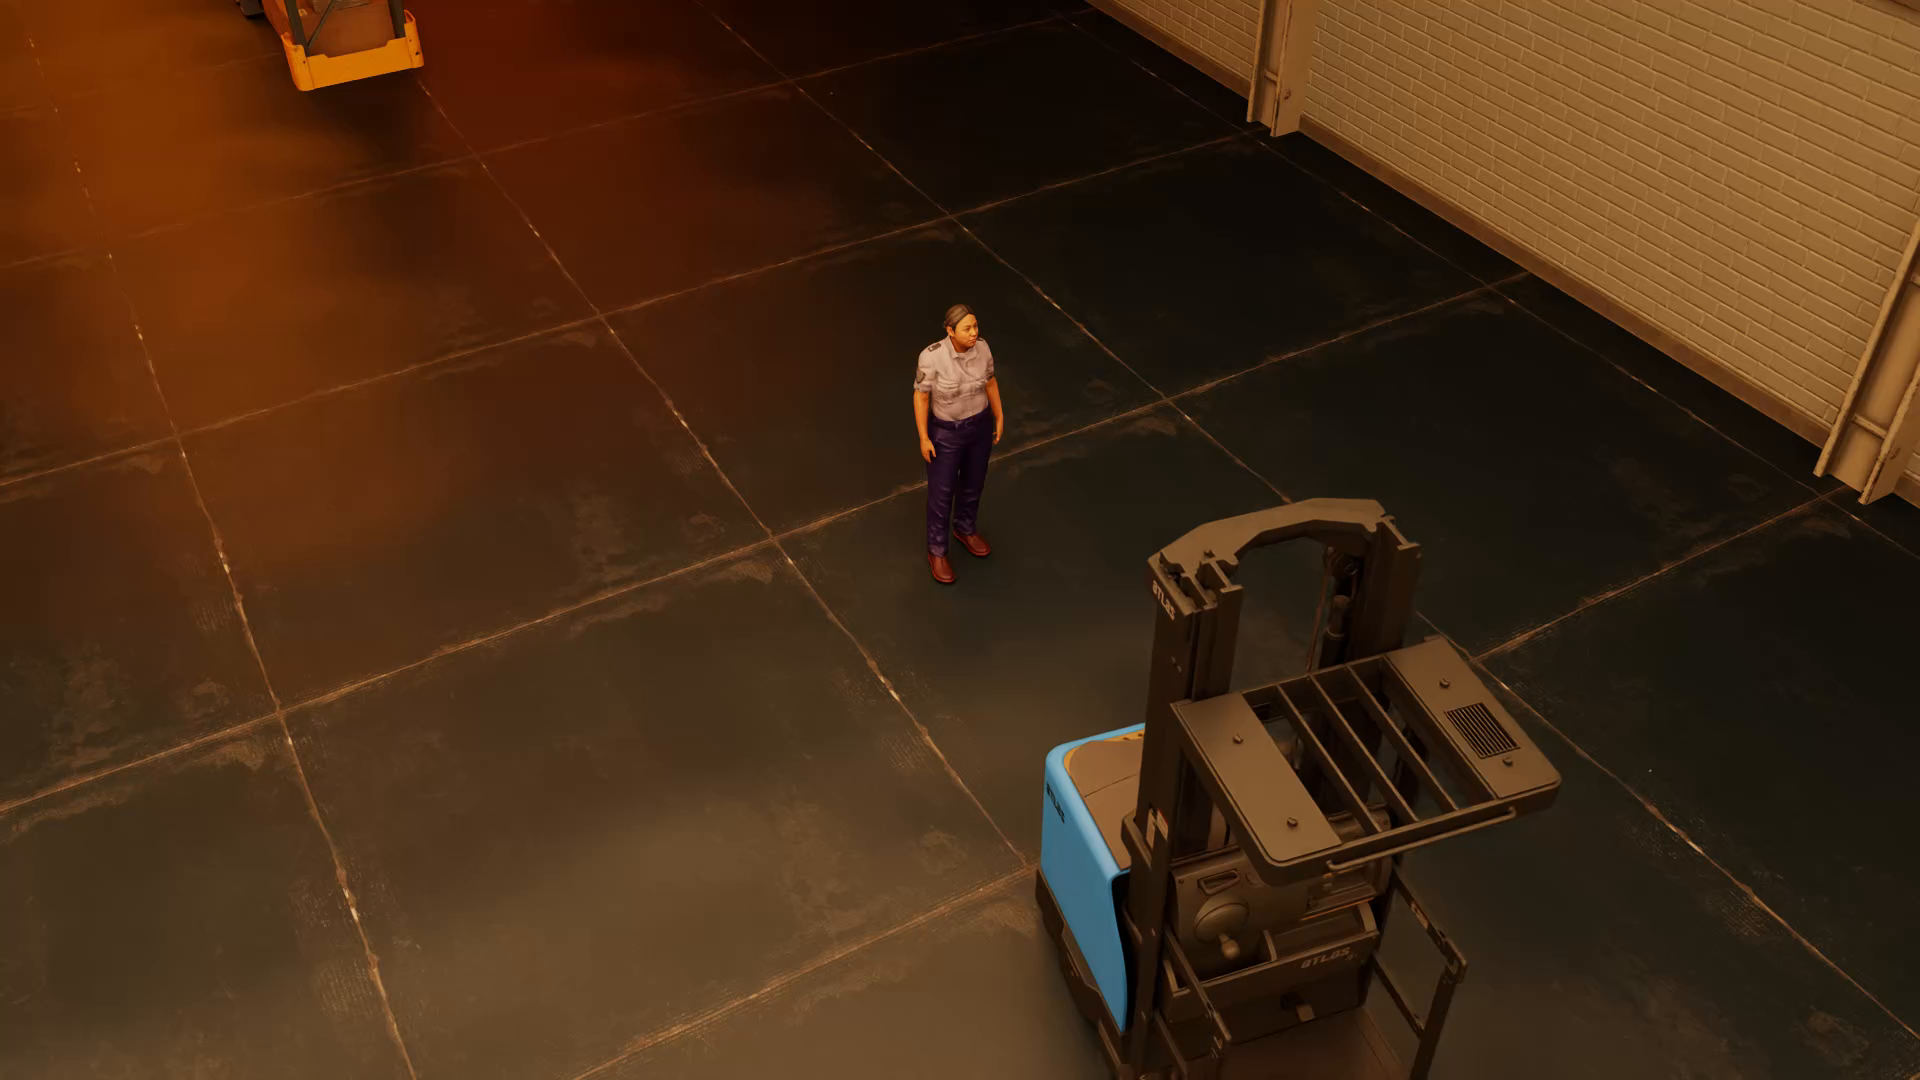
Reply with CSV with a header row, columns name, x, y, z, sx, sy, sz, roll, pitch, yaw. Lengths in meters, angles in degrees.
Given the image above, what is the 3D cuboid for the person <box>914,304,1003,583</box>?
name,x,y,z,sx,sy,sz,roll,pitch,yaw
person,0.025,-0.584,9.732,0.598,1.651,0.503,-20,44,-23

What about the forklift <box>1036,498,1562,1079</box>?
name,x,y,z,sx,sy,sz,roll,pitch,yaw
forklift,1.336,1.425,6.318,1.130,2.935,3.031,-13,41,-15
